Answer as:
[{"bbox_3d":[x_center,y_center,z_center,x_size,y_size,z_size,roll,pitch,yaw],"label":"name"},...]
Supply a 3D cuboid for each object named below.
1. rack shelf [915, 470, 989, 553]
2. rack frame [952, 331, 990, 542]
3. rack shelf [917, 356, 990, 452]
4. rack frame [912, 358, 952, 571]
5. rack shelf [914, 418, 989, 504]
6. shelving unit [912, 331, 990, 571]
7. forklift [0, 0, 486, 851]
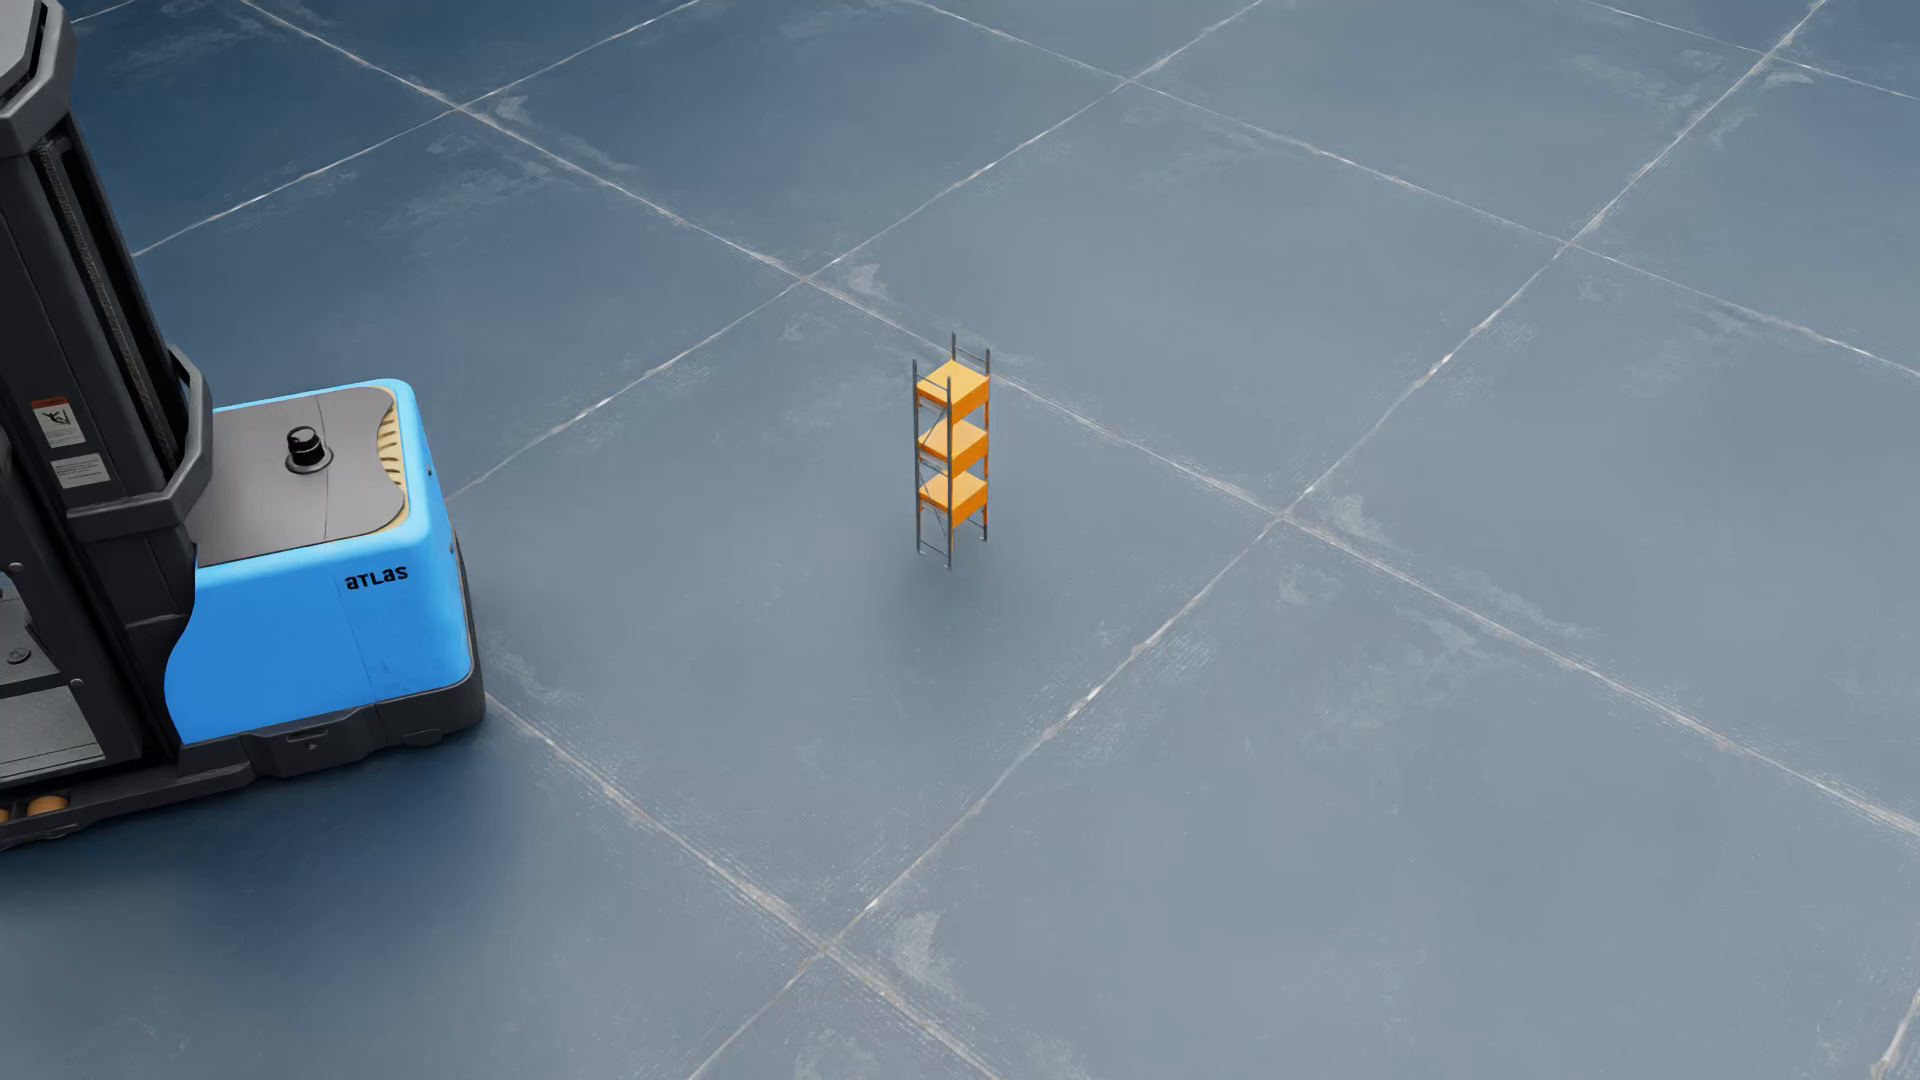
[{"bbox_3d":[-0.034,-0.147,7.243,0.215,0.259,0.240,29,50,28],"label":"rack shelf"},{"bbox_3d":[0.044,-0.424,7.118,0.200,1.050,0.008,29,50,28],"label":"rack frame"},{"bbox_3d":[-0.034,-0.563,6.865,0.215,0.259,0.240,29,50,28],"label":"rack shelf"},{"bbox_3d":[-0.113,-0.298,6.980,0.200,1.050,0.008,29,50,28],"label":"rack frame"},{"bbox_3d":[-0.034,-0.353,7.056,0.215,0.259,0.240,29,50,28],"label":"rack shelf"},{"bbox_3d":[-0.034,-0.361,7.049,0.215,1.050,0.252,29,50,28],"label":"shelving unit"},{"bbox_3d":[-3.453,-0.331,5.617,3.031,2.935,1.130,-12,44,-13],"label":"forklift"}]
